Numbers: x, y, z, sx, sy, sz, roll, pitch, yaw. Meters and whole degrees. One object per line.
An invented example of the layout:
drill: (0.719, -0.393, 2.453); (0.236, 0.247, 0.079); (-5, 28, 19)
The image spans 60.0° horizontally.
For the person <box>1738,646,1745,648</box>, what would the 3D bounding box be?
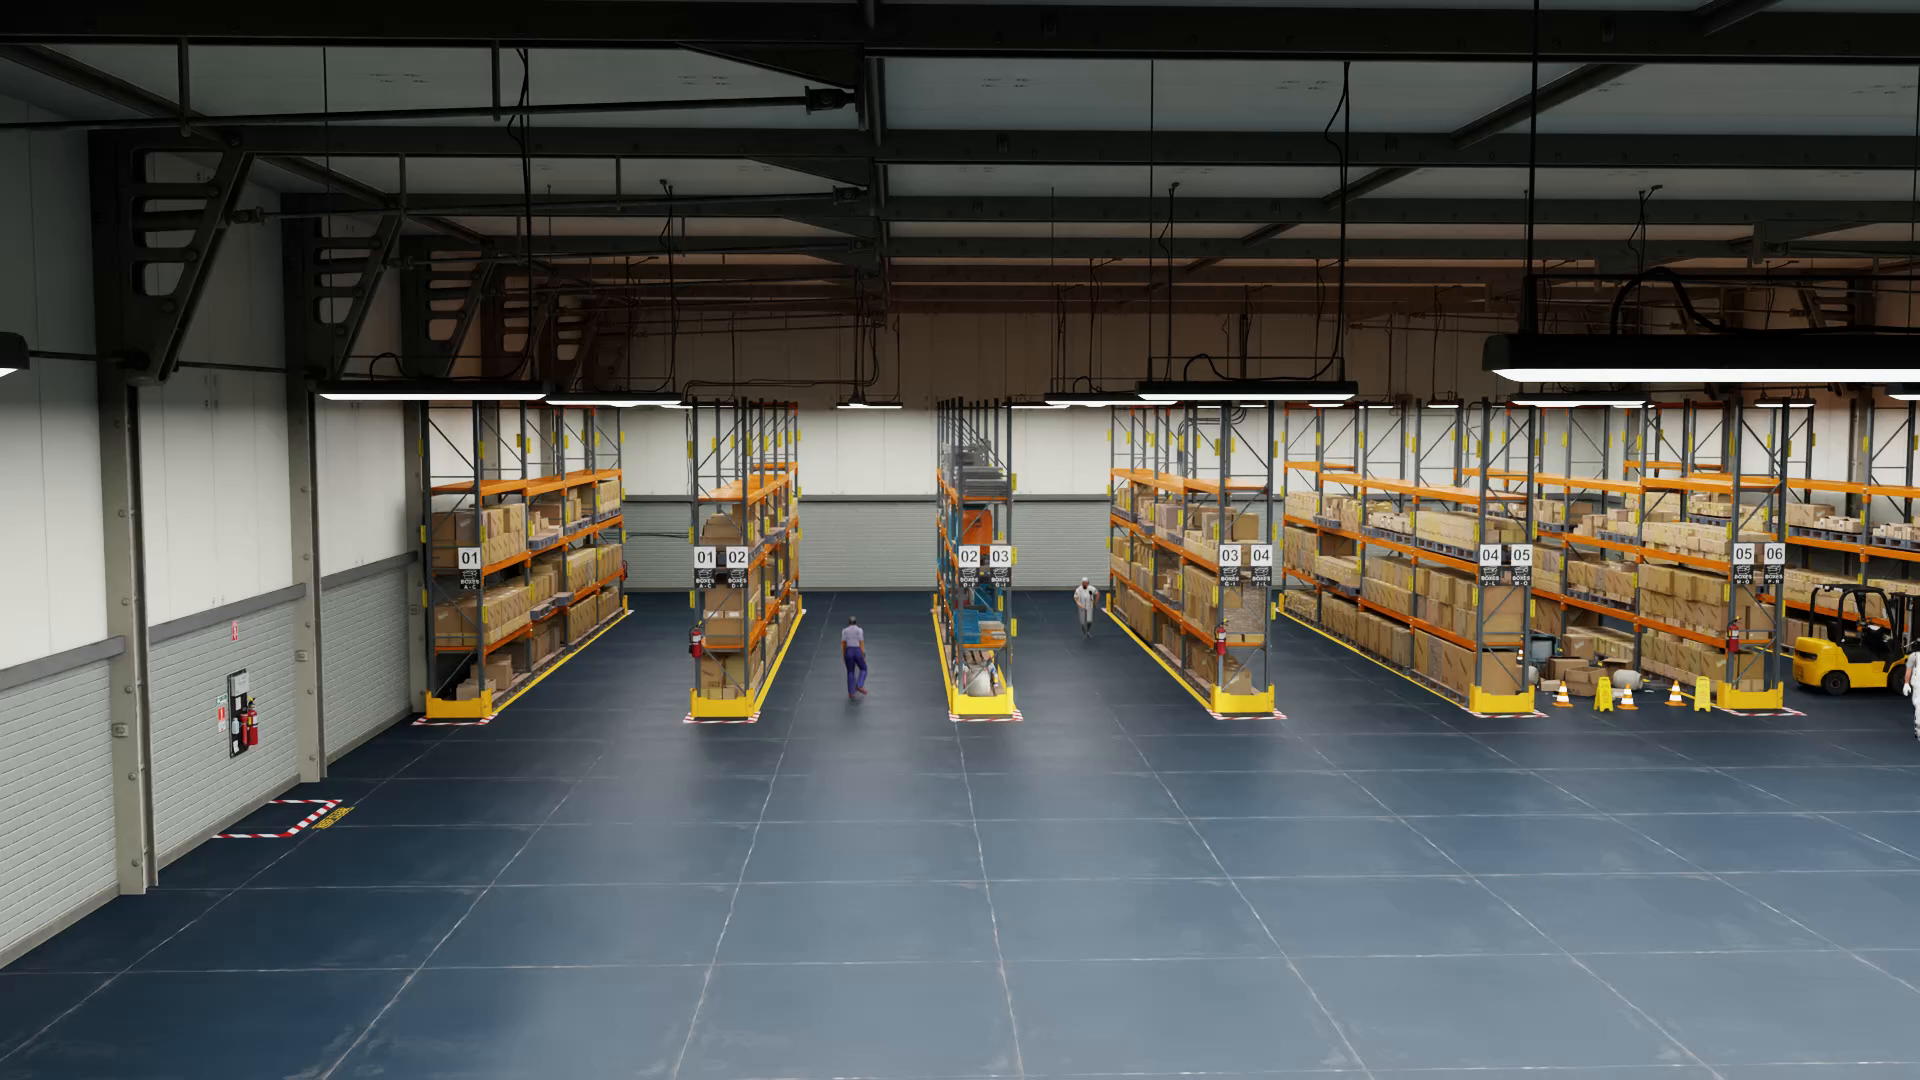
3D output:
person: (16.914, 2.092, 36.278); (0.644, 1.667, 0.788); (-1, 4, -10)

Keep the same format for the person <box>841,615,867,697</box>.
person: (-2.117, 2.326, 33.327); (0.545, 1.637, 0.462); (1, 4, 8)

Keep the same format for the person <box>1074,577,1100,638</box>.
person: (3.189, 1.710, 41.769); (0.651, 1.581, 0.747); (1, 4, 7)

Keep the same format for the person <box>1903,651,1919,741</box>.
person: (16.853, 2.607, 29.063); (0.610, 1.845, 0.557); (0, 4, 0)
